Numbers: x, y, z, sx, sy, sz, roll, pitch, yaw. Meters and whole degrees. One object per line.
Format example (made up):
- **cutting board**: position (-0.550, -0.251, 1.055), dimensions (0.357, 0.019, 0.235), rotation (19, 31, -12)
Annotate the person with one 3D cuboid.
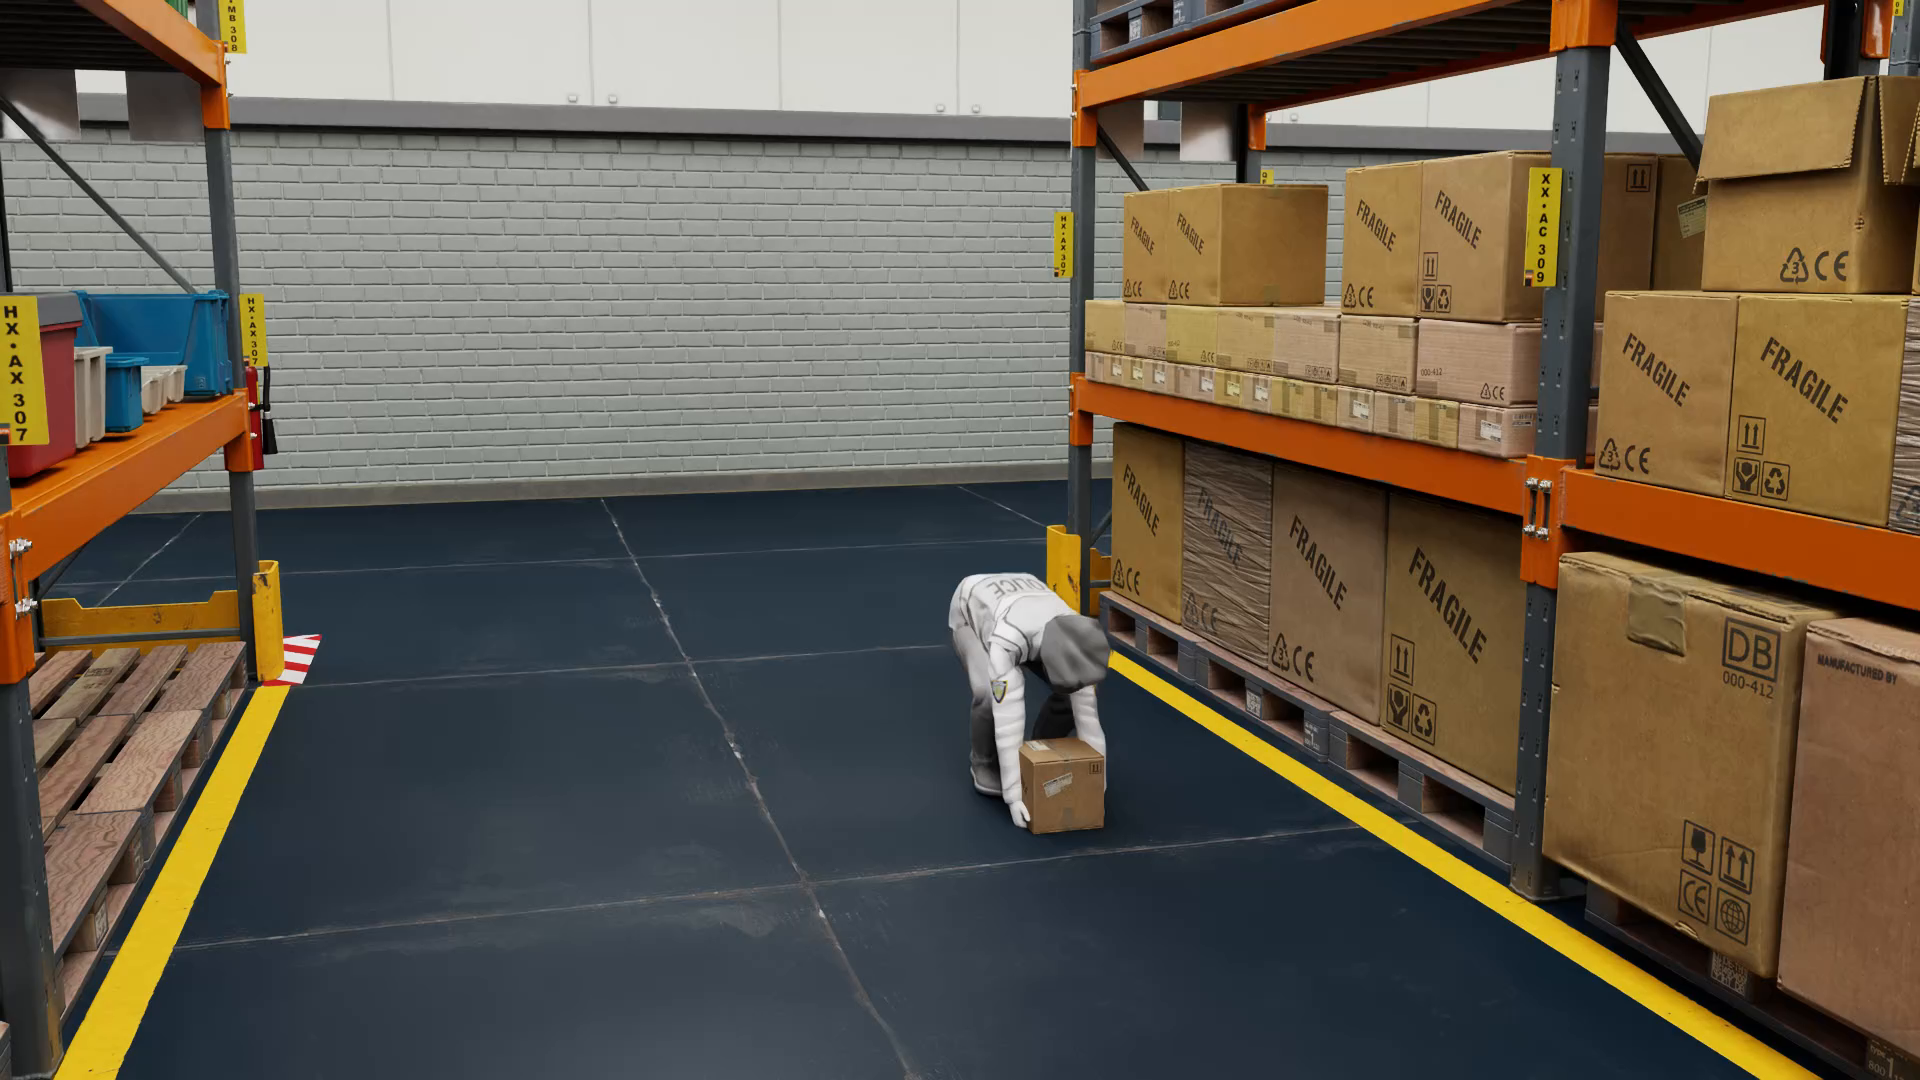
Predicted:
- **person**: position (0.251, 0.539, 5.908), dimensions (0.456, 0.783, 0.910), rotation (-3, 10, -18)
